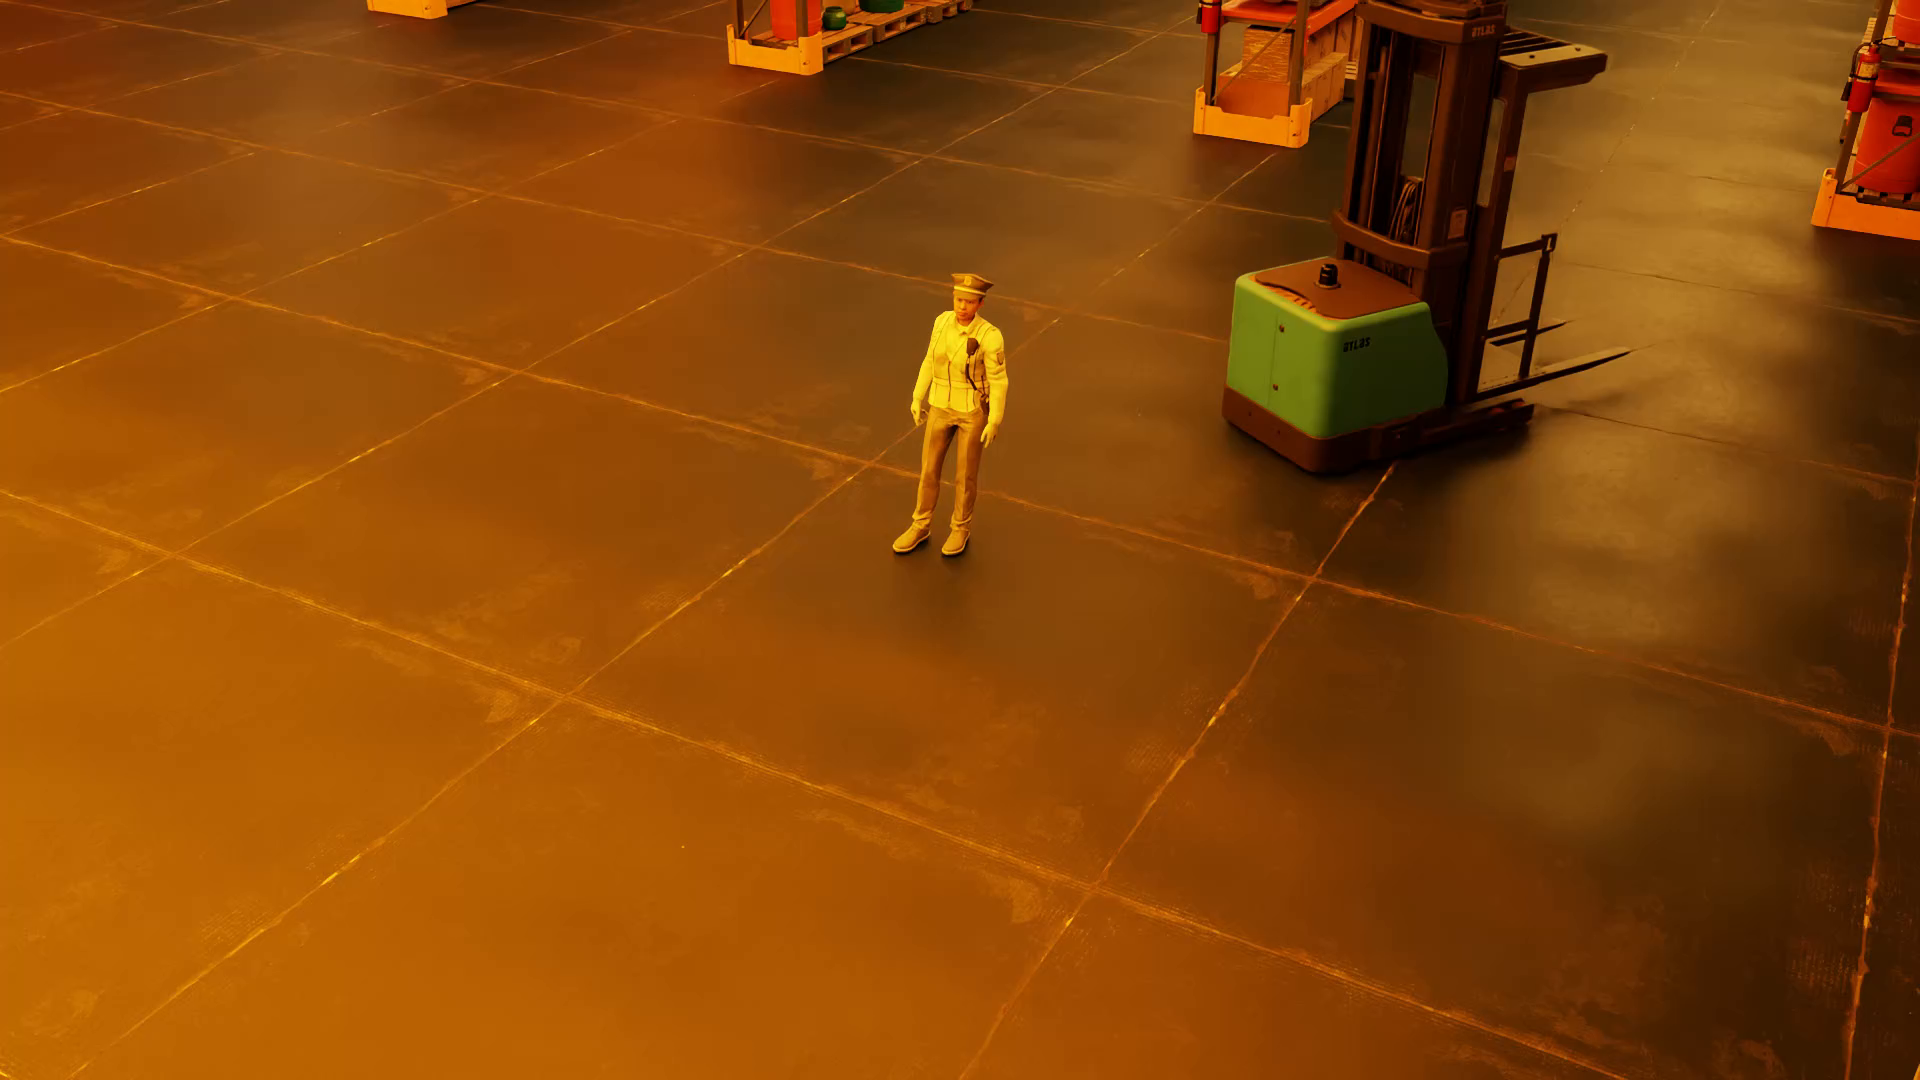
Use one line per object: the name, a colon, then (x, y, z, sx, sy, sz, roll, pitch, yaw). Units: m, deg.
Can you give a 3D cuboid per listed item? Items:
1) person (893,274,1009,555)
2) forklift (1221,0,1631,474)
person: (-0.038, -0.712, 9.527, 0.587, 1.696, 0.534, 15, 33, 25)
forklift: (3.323, -2.214, 10.907, 3.031, 2.935, 1.130, -15, 33, -25)
